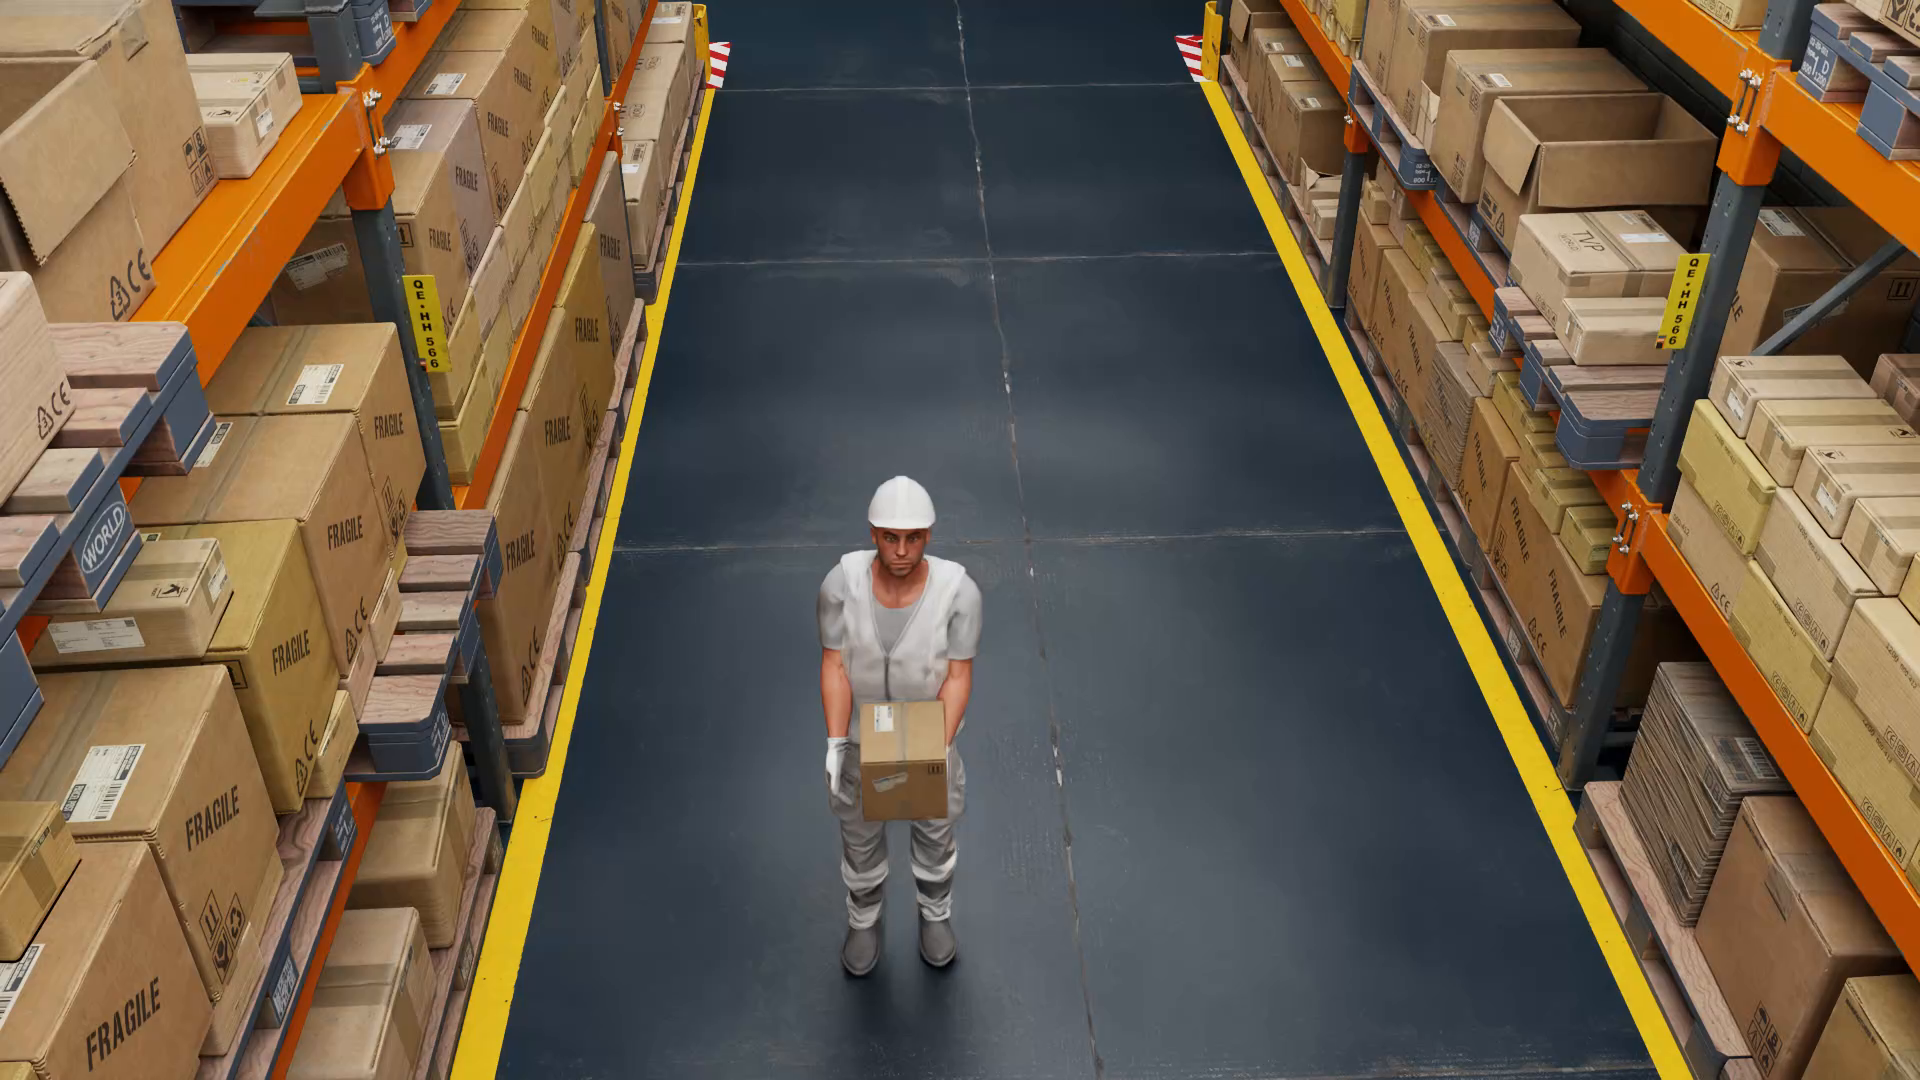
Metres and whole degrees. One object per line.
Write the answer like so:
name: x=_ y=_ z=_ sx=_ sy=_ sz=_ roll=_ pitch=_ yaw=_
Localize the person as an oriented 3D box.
person: x=-0.194 y=0.656 z=5.182 sx=0.506 sy=1.792 sz=0.556 roll=3 pitch=35 yaw=5
